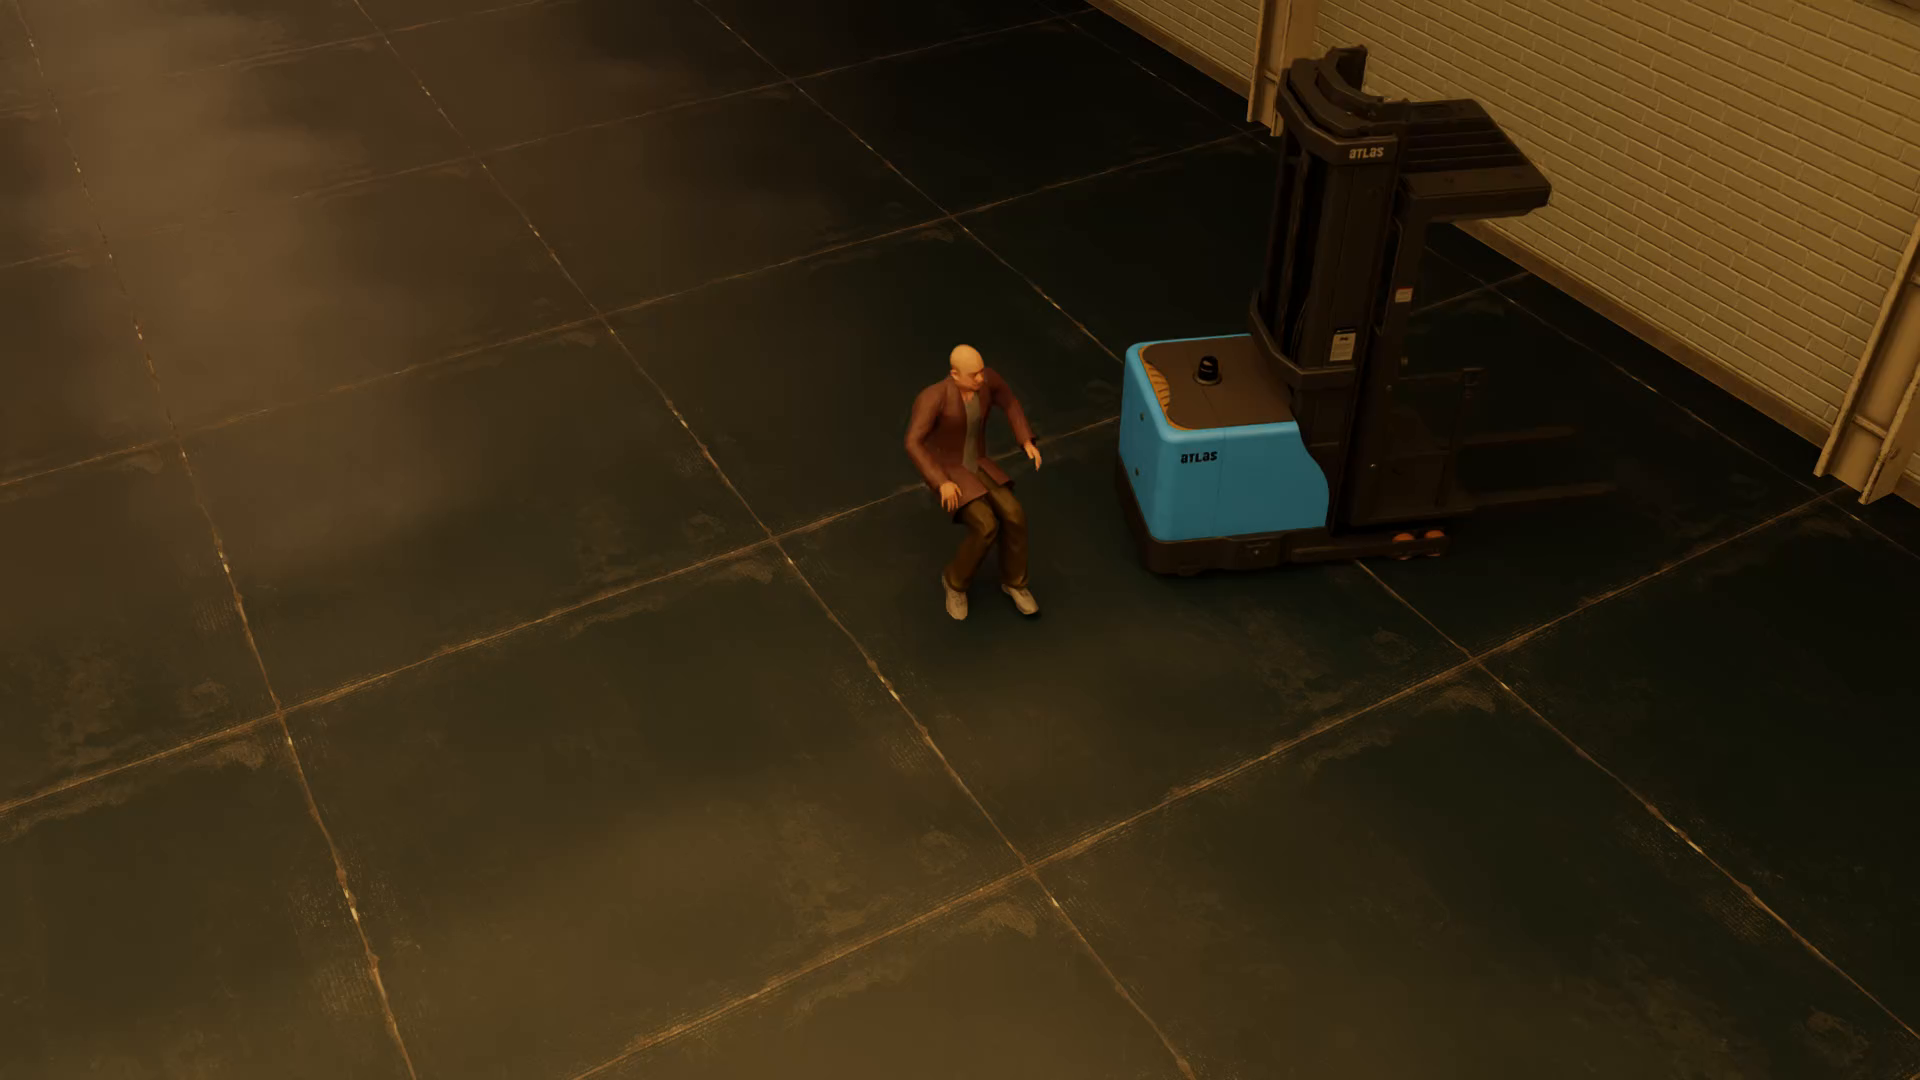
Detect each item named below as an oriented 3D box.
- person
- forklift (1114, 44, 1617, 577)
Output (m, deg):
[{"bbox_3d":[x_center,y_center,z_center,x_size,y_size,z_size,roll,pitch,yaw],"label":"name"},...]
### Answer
[{"bbox_3d":[0.185,-0.277,9.658,0.909,1.386,0.865,31,49,32],"label":"person"},{"bbox_3d":[2.553,-1.336,9.647,3.031,2.935,1.130,-6,40,-7],"label":"forklift"}]
